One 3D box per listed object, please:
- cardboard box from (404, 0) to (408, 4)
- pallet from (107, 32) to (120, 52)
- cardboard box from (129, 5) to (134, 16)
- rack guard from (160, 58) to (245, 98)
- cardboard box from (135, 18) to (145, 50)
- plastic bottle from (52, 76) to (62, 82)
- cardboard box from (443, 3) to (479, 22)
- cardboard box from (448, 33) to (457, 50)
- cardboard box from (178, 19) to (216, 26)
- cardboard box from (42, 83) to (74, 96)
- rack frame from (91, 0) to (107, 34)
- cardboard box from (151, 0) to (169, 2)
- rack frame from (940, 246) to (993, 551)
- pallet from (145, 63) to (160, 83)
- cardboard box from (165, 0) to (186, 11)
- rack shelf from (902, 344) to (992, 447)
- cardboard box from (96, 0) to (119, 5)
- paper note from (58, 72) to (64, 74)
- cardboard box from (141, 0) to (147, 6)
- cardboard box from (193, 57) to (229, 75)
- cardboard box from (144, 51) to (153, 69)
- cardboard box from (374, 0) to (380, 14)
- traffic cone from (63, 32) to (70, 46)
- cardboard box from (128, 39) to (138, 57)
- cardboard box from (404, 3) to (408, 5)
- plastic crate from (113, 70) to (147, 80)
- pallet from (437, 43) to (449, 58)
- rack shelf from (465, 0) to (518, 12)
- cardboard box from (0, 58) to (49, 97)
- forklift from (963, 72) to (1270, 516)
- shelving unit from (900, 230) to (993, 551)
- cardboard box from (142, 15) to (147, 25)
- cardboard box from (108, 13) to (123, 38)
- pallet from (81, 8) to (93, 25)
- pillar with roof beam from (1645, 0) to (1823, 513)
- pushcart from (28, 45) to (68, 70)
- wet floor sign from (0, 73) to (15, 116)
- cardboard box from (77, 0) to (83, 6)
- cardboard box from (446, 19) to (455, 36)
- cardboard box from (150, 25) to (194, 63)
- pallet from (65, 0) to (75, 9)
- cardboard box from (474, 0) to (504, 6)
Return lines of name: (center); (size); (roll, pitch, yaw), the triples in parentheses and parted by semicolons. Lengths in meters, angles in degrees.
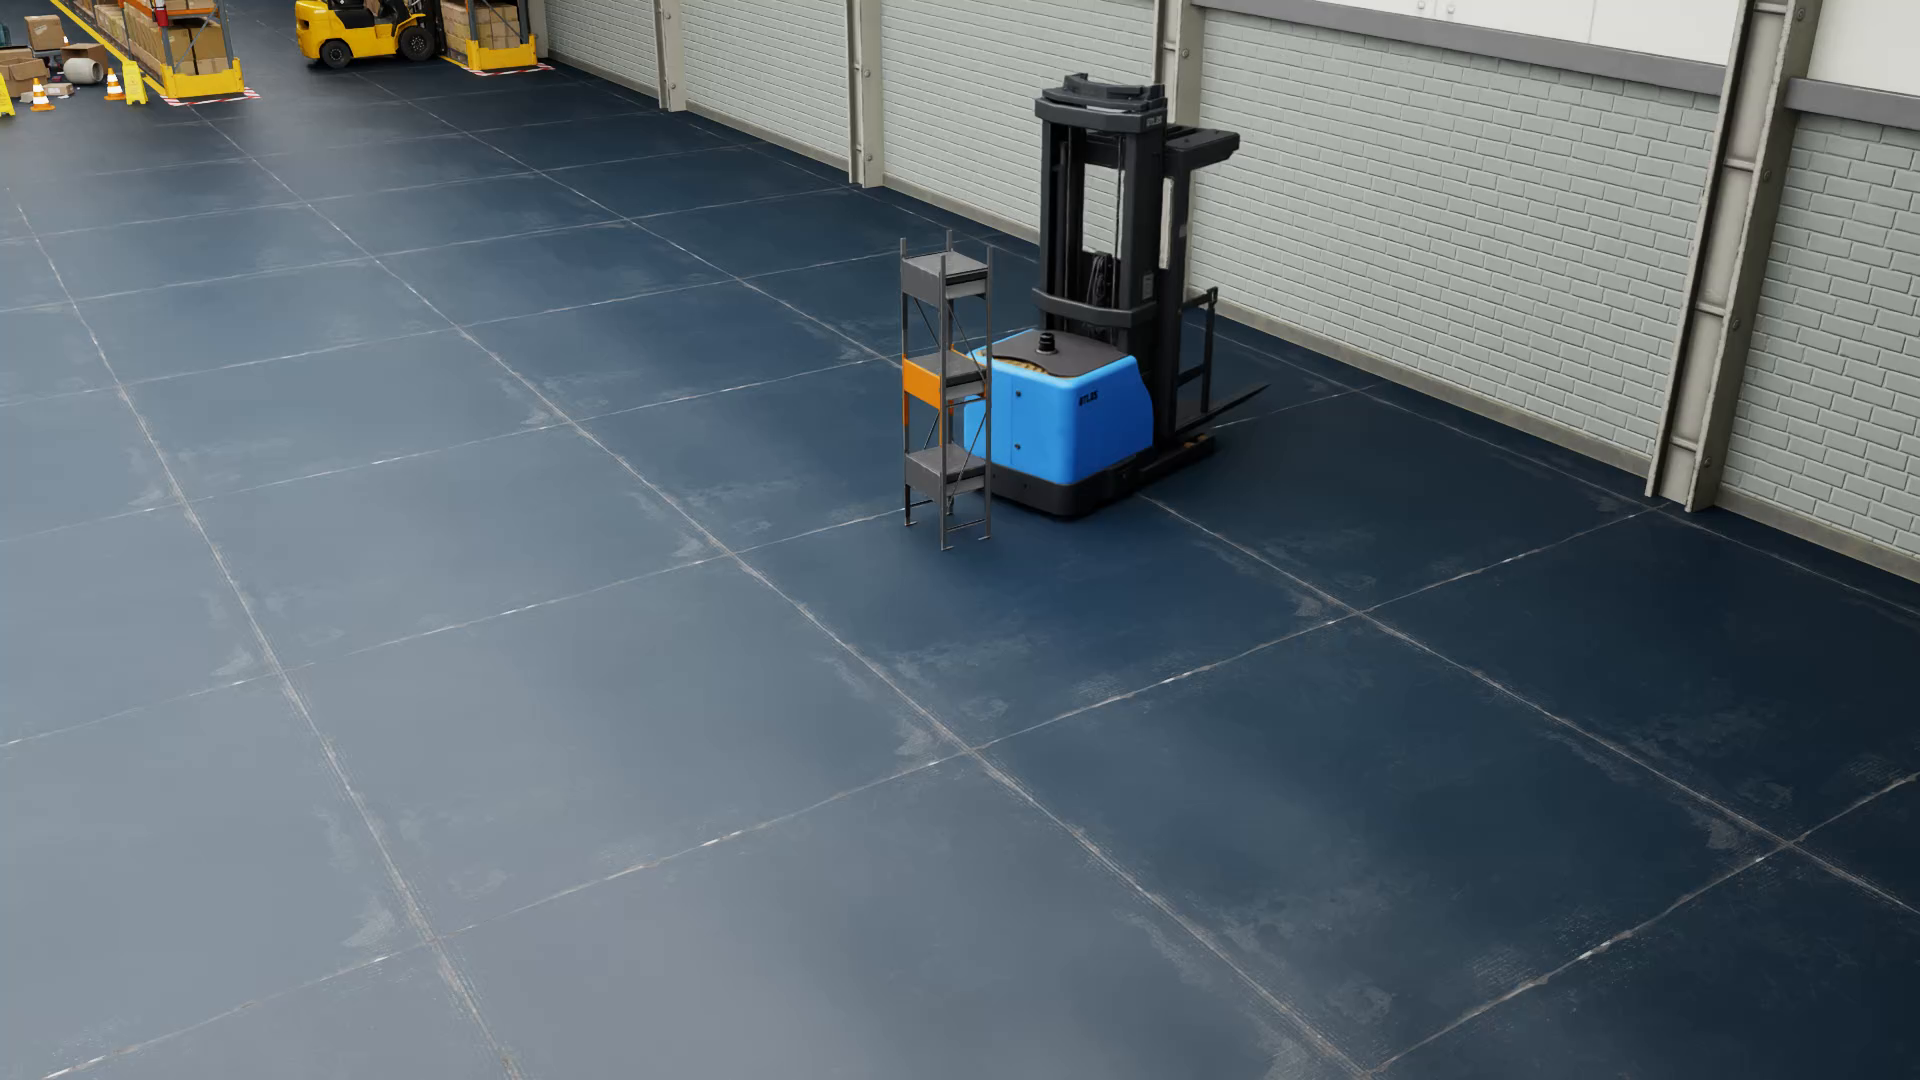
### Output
cardboard box: (-10.307, -10.370, 31.722); (0.500, 0.250, 0.500); (-16, 30, -30)
pallet: (-15.561, -9.513, 31.616); (1.003, 0.211, 1.213); (-16, 29, -30)
cardboard box: (-14.069, -9.122, 28.612); (0.380, 0.149, 0.250); (-14, 29, -28)
rack guard: (-12.323, -7.525, 27.067); (1.175, 0.500, 0.348); (-16, 29, -30)
cardboard box: (-13.785, -8.696, 28.470); (0.500, 0.500, 0.500); (-14, 29, -27)
plastic bottle: (-15.332, -7.832, 28.230); (0.133, 0.061, 0.283); (-10, 27, -21)
cardboard box: (-8.921, -9.458, 29.792); (0.500, 0.250, 0.500); (-15, 29, -29)
cardboard box: (-8.909, -9.007, 30.008); (0.500, 0.250, 0.500); (-16, 29, -30)
cardboard box: (-12.792, -8.461, 27.973); (0.500, 0.500, 0.500); (-17, 30, -31)
cardboard box: (-14.689, -7.337, 27.080); (0.380, 0.149, 0.250); (-1, 25, -3)
rack frame: (-16.648, -11.490, 32.537); (1.000, 3.000, 0.127); (-16, 29, -30)
cardboard box: (-12.808, -8.938, 26.666); (0.500, 0.500, 0.500); (-16, 30, -30)
rack frame: (0.043, -0.921, 11.205); (0.400, 2.100, 0.015); (-16, 29, -30)
pallet: (-13.399, -8.129, 28.685); (1.003, 0.211, 1.213); (-16, 29, -30)
cardboard box: (-12.665, -8.599, 26.707); (0.380, 0.149, 0.250); (-14, 29, -28)
rack shelf: (-0.090, -0.996, 11.395); (0.431, 0.518, 0.480); (-16, 29, -30)
cardboard box: (-16.956, -10.985, 33.466); (0.875, 0.875, 0.875); (-16, 30, -30)
paper note: (-15.605, -8.129, 28.897); (0.148, 0.019, 0.142); (-16, 29, -30)
cardboard box: (-13.184, -8.845, 27.230); (0.380, 0.149, 0.250); (-15, 29, -29)
cardboard box: (-12.490, -7.928, 27.721); (0.500, 0.250, 0.500); (-16, 30, -30)
cardboard box: (-13.514, -8.174, 28.243); (0.500, 0.250, 0.500); (-17, 30, -31)
cardboard box: (-11.432, -11.065, 33.927); (0.875, 0.625, 0.625); (-17, 30, -32)
traffic cone: (-16.315, -9.029, 30.297); (0.336, 0.463, 0.334); (-16, 29, -30)
cardboard box: (-14.369, -8.732, 29.424); (0.500, 0.250, 0.500); (-17, 30, -32)
cardboard box: (-10.303, -10.145, 31.832); (0.500, 0.250, 0.500); (-16, 29, -30)
plastic crate: (-14.295, -7.986, 28.536); (0.583, 0.080, 0.402); (18, 31, 33)
pallet: (-9.239, -9.225, 31.007); (1.003, 0.211, 1.213); (-16, 29, -30)
rack shelf: (-9.216, -10.176, 30.598); (1.077, 0.370, 4.000); (-16, 29, -30)
cardboard box: (-15.361, -7.538, 27.090); (0.637, 0.503, 0.797); (7, 26, 15)
forklift: (1.360, -2.049, 12.619); (1.130, 2.935, 3.031); (20, 32, 36)
shelving unit: (-0.090, -1.009, 11.390); (0.431, 2.100, 0.503); (-16, 29, -30)
cardboard box: (-13.328, -8.639, 27.590); (0.380, 0.149, 0.250); (-15, 29, -29)
cardboard box: (-15.530, -9.752, 31.443); (0.950, 0.372, 0.625); (-14, 29, -28)
pallet: (-17.678, -10.964, 34.691); (1.003, 0.211, 1.213); (-16, 29, -30)
pillar with roof beam: (1.745, -3.371, 8.312); (9.100, 9.000, 0.400); (-16, 29, -30)
pushcart: (-16.348, -8.324, 28.903); (0.936, 0.377, 1.648); (18, 31, 33)
wet floor sign: (-14.699, -6.825, 25.414); (0.267, 0.644, 0.232); (-22, 33, -38)
cardboard box: (-18.427, -11.946, 35.502); (0.875, 0.875, 0.875); (-15, 29, -28)
cardboard box: (-8.917, -9.242, 29.920); (0.500, 0.250, 0.500); (-16, 30, -30)
cardboard box: (-12.937, -8.140, 27.292); (0.500, 0.500, 0.500); (-15, 29, -29)
pallet: (-19.182, -11.950, 36.778); (1.003, 0.211, 1.213); (-16, 29, -30)
cardboard box: (-8.504, -9.579, 30.048); (0.500, 0.250, 0.500); (-15, 29, -29)
